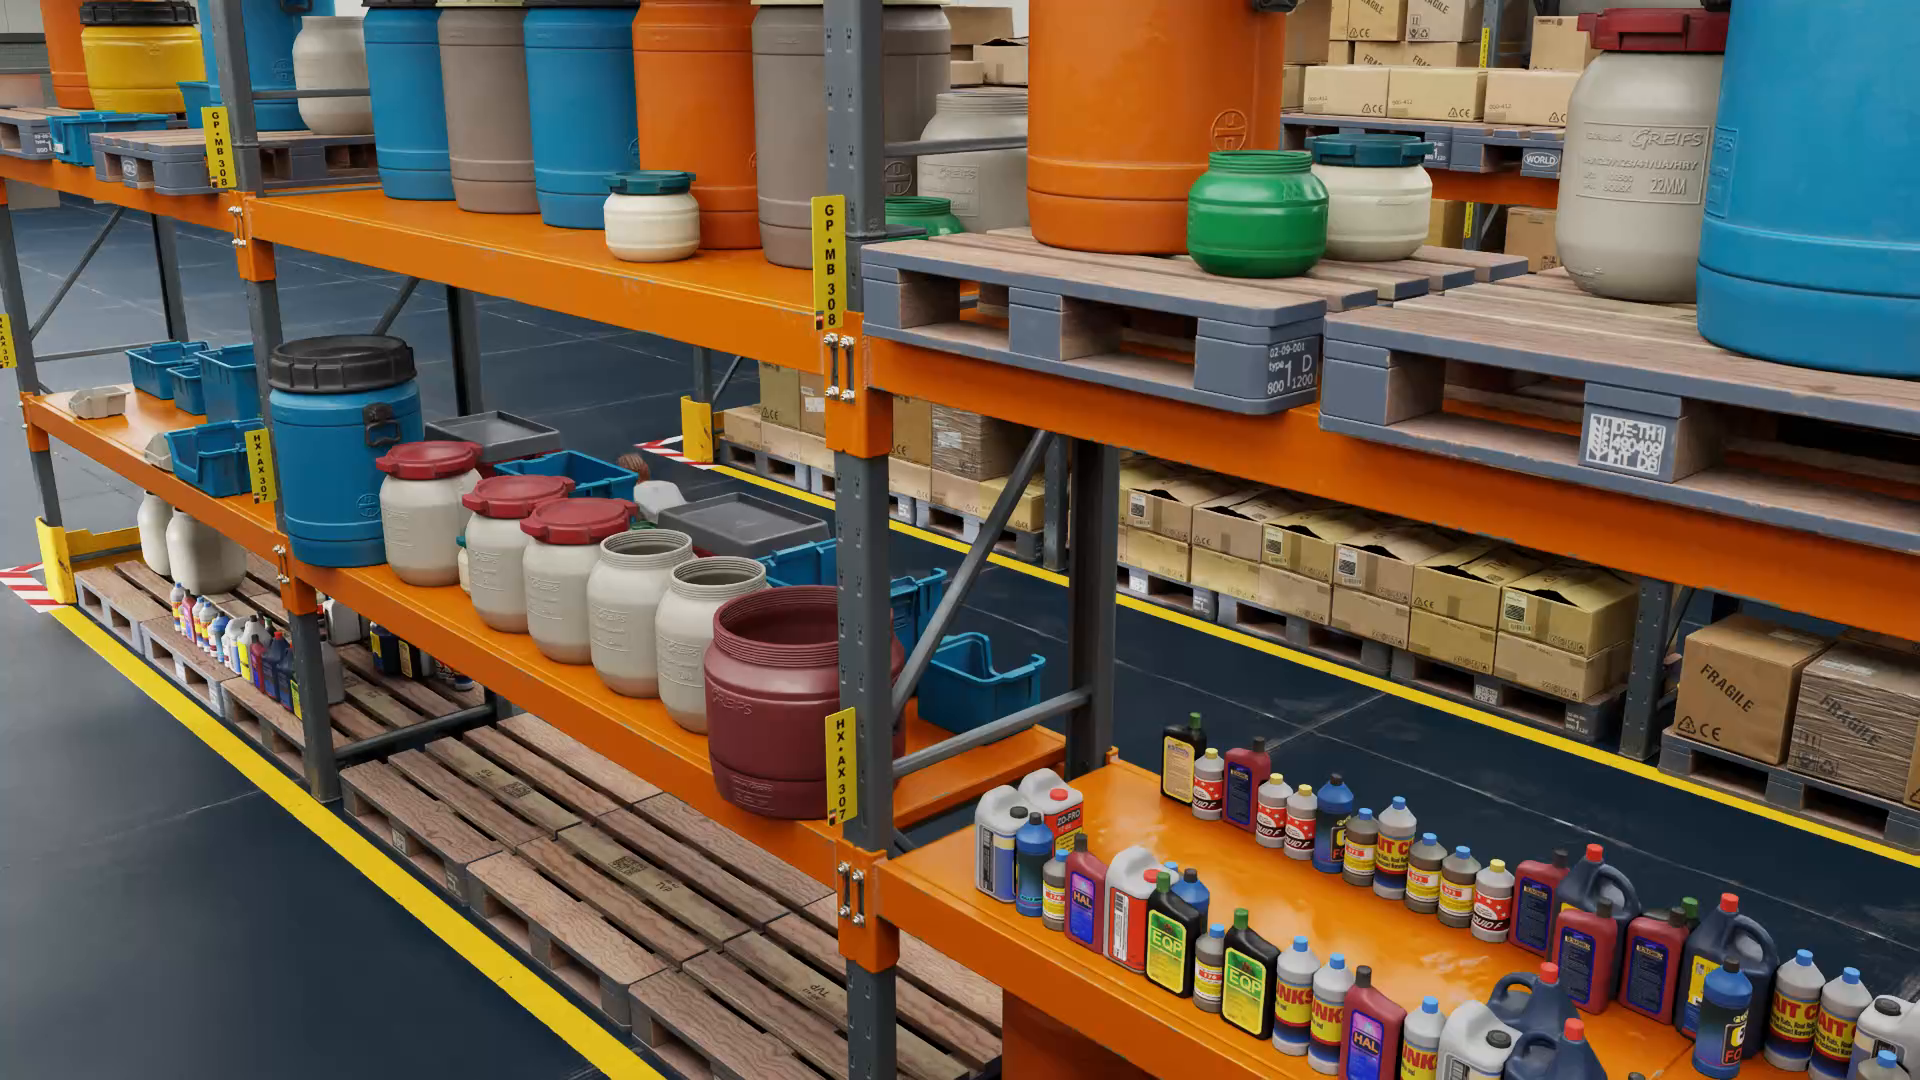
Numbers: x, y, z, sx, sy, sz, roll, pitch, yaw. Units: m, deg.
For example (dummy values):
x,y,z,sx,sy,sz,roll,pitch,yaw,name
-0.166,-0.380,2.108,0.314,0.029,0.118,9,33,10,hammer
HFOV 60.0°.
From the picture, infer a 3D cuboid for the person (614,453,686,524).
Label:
x,y,z,sx,sy,sz,roll,pitch,yaw,name
-1.630,0.198,9.020,0.463,1.255,0.673,-16,24,-41,person
